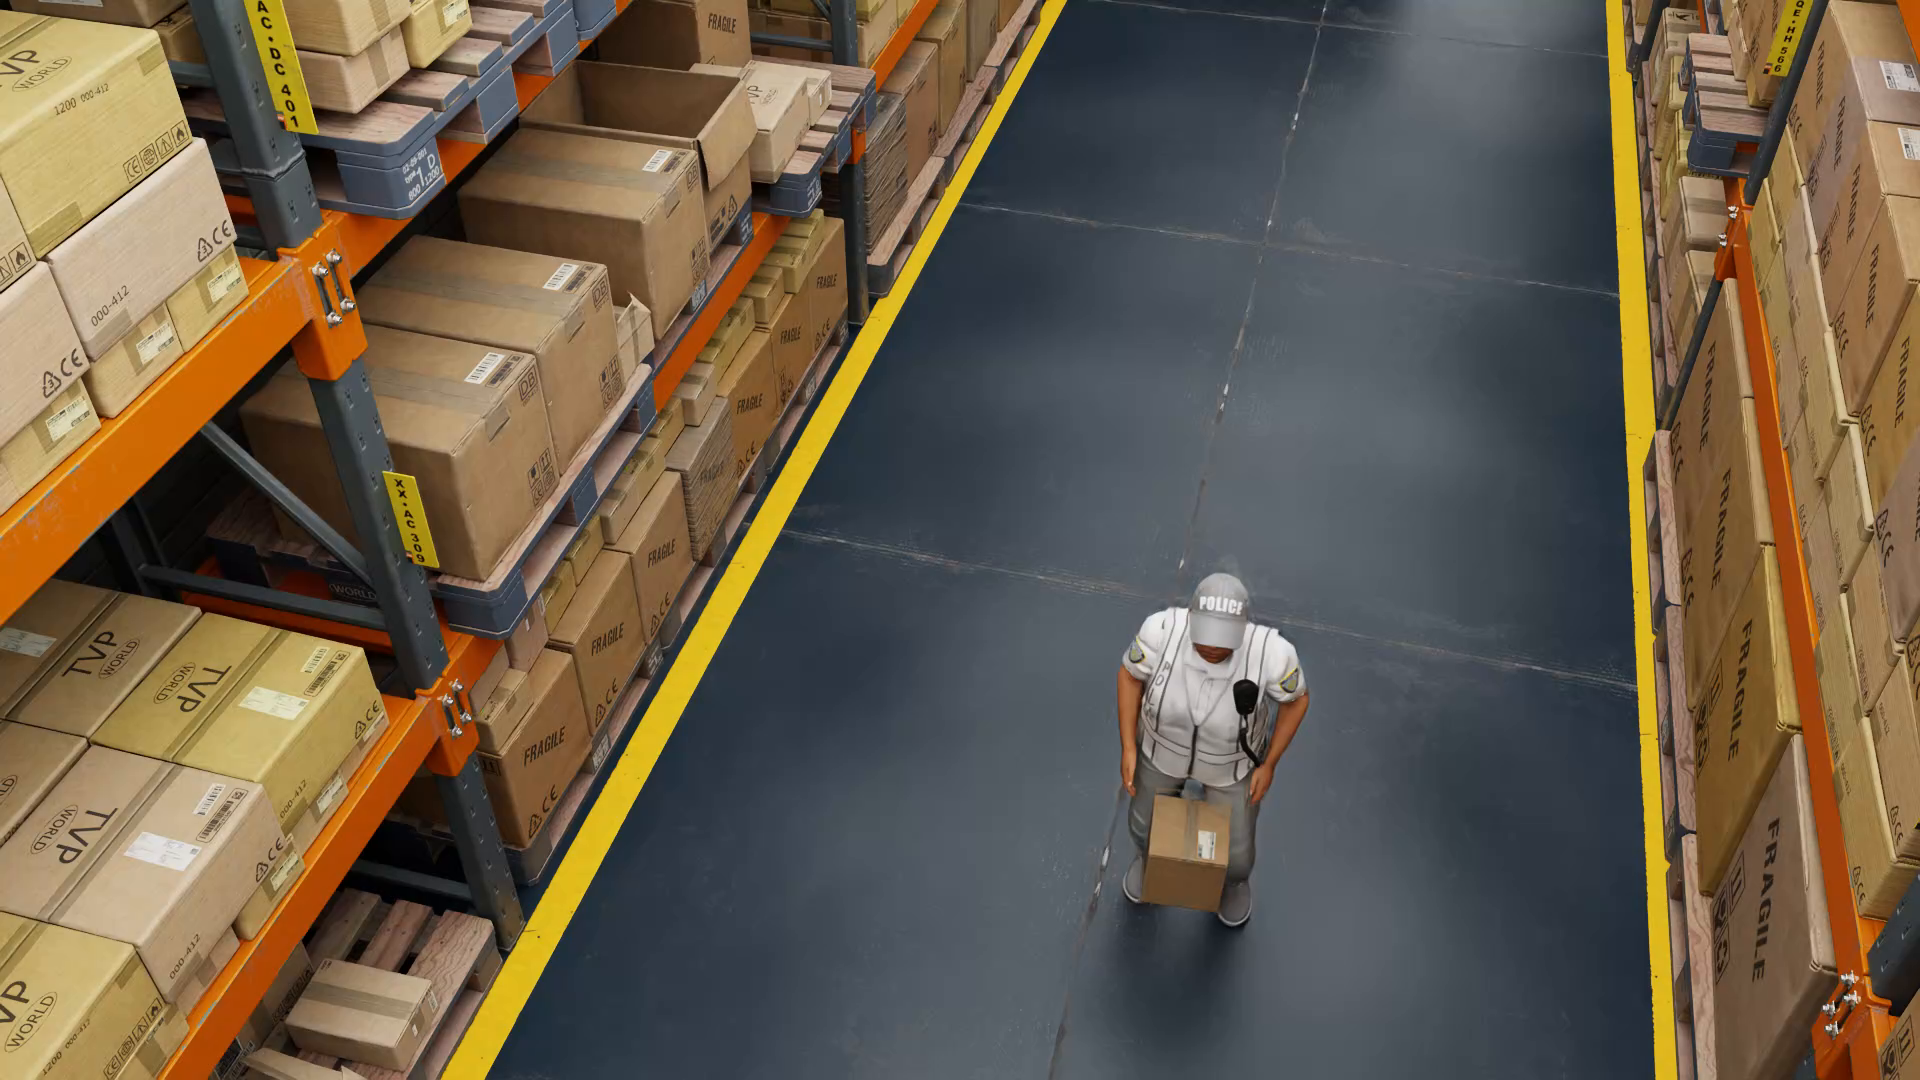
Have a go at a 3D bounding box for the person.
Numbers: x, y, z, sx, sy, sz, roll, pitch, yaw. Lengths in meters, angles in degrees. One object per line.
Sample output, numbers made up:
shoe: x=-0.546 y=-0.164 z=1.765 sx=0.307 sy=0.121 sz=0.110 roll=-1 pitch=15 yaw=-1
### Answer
person: x=0.787 y=0.691 z=5.402 sx=0.602 sy=1.625 sz=0.492 roll=12 pitch=43 yaw=13
